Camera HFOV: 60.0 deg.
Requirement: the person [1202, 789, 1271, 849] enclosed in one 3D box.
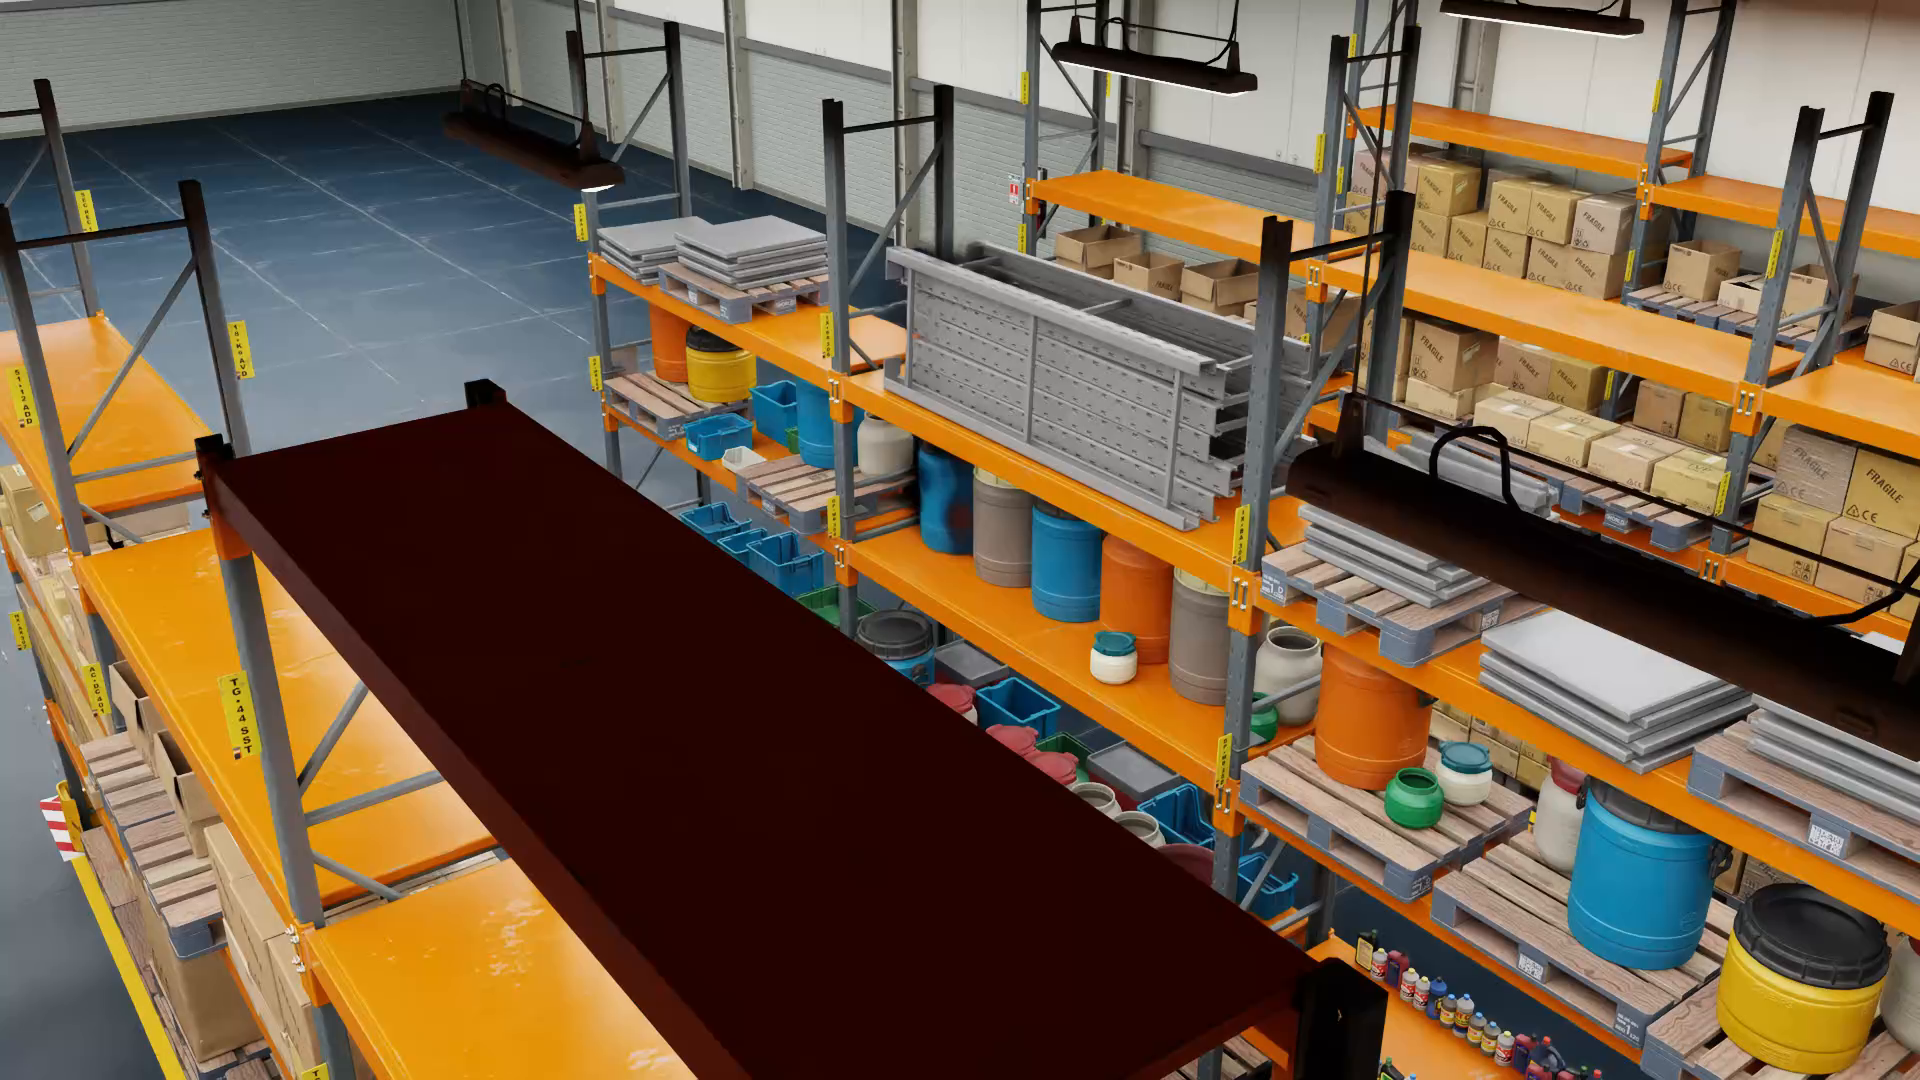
[{"bbox_3d":[2.164,1.855,13.136,0.547,1.568,0.587,-22,33,-39],"label":"person"}]
